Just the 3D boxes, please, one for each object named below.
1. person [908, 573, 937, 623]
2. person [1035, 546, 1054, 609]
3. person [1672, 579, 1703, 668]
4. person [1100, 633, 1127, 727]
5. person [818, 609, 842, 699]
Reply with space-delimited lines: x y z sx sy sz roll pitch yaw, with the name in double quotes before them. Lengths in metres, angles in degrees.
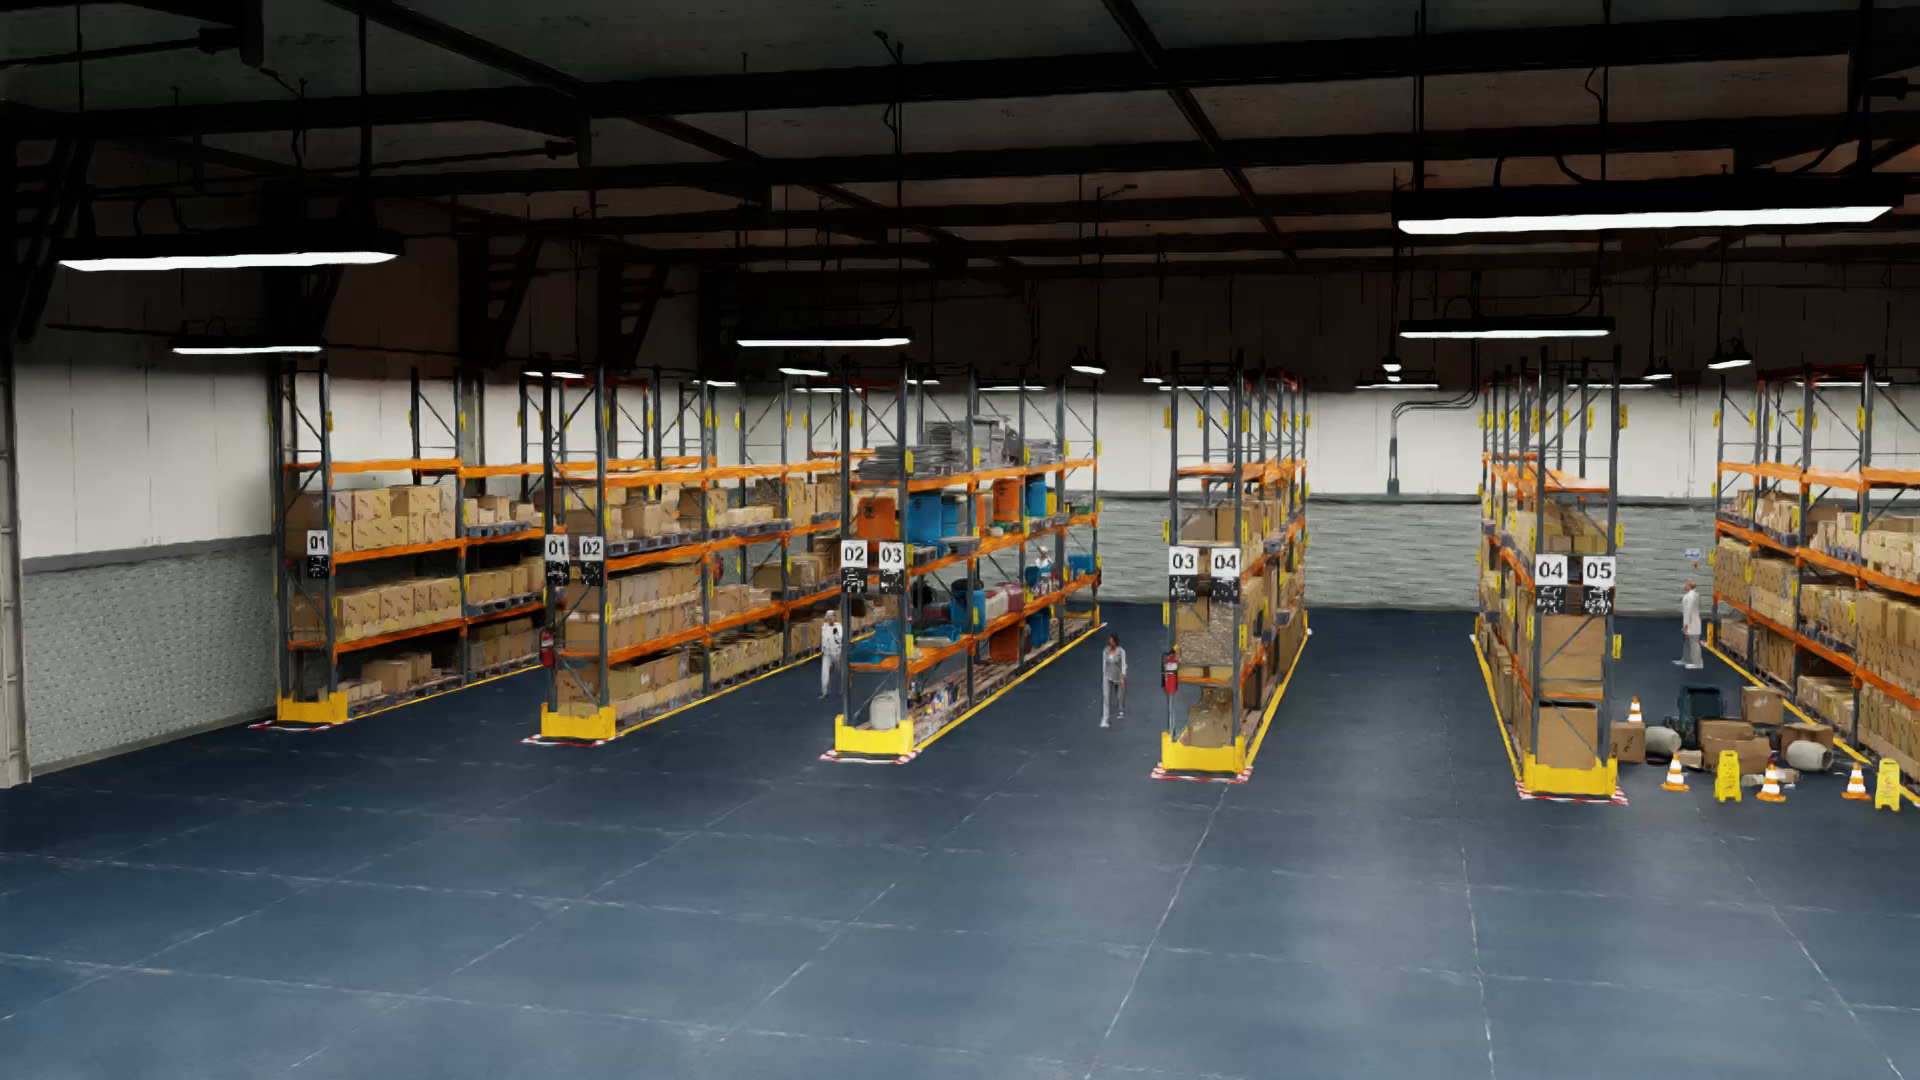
"person" -0.845 1.501 37.180 0.677 1.674 0.534 1 4 13
"person" 2.185 1.006 43.553 0.539 1.715 1.031 2 4 24
"person" 14.739 1.678 33.626 0.610 1.776 0.655 2 5 30
"person" 2.539 2.325 27.297 0.416 1.417 1.034 1 4 14
"person" -2.267 2.041 29.972 0.493 1.605 1.000 1 4 14
